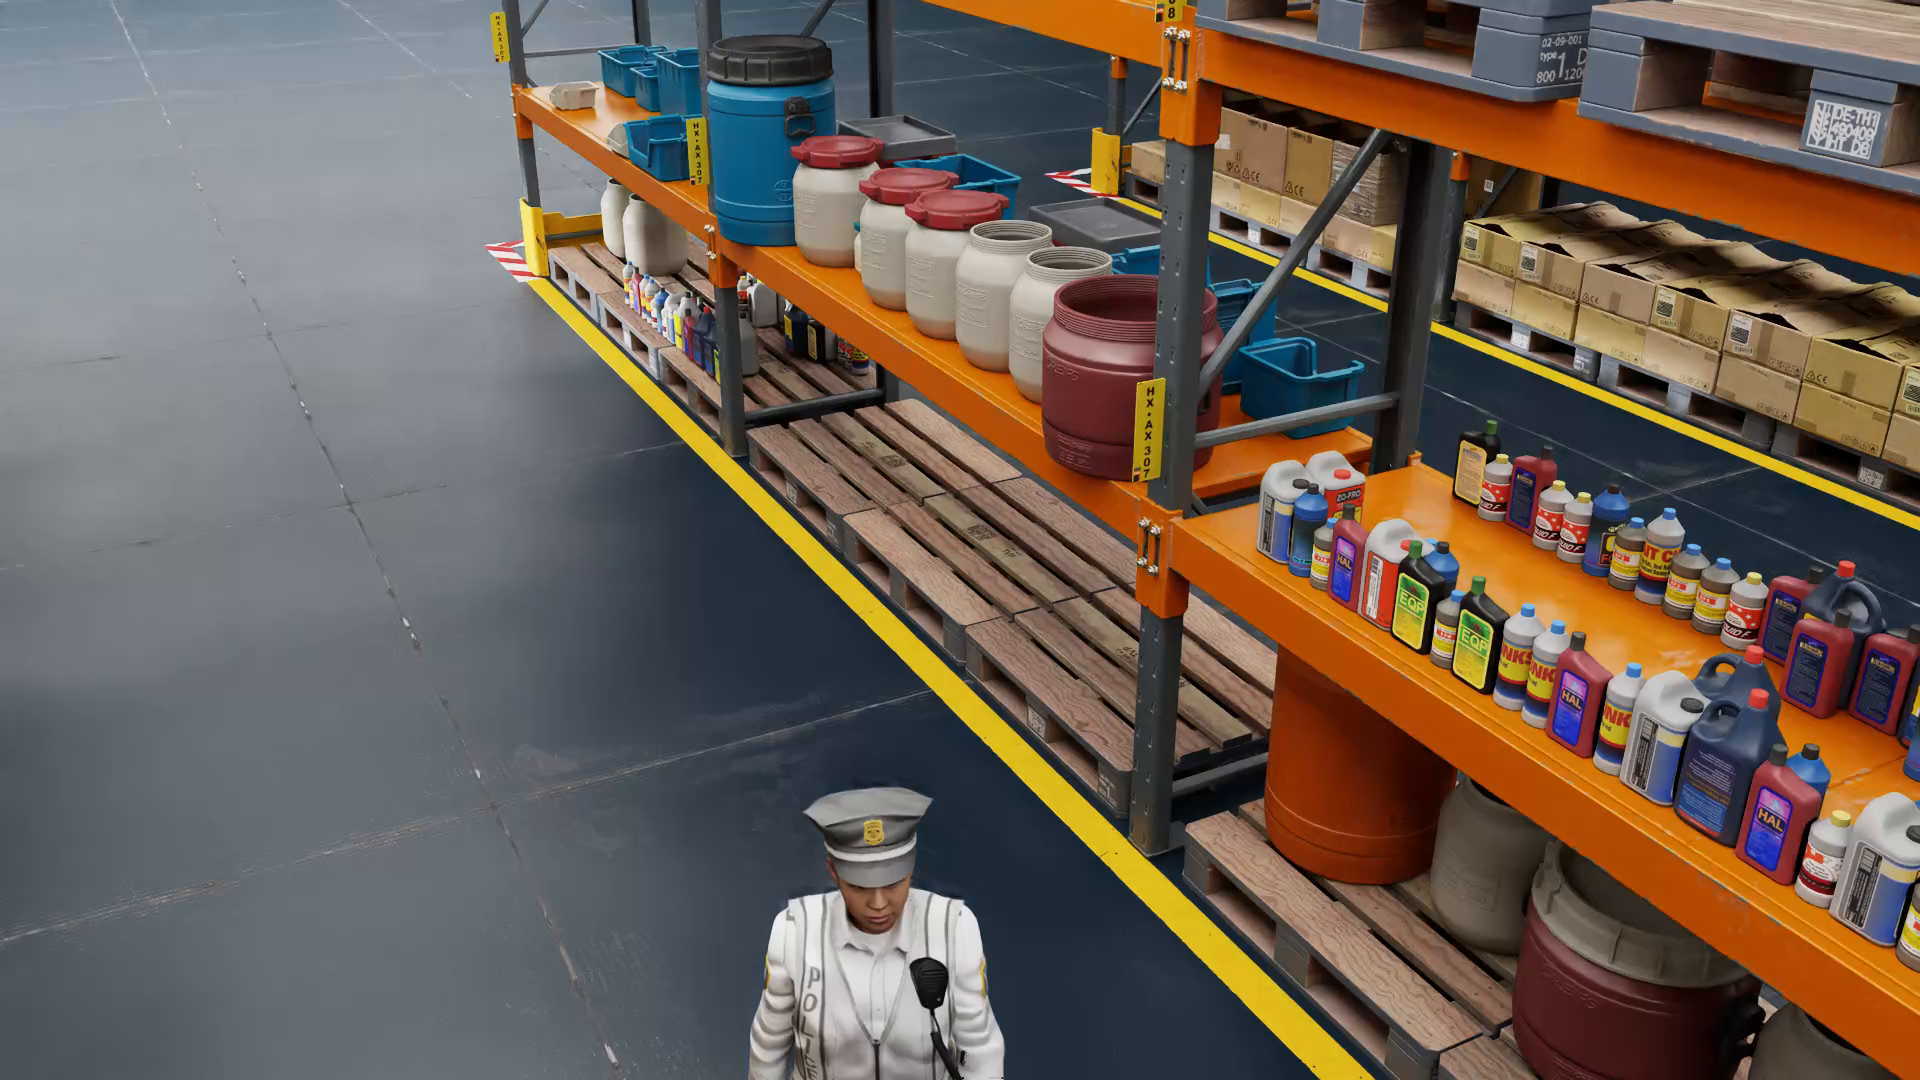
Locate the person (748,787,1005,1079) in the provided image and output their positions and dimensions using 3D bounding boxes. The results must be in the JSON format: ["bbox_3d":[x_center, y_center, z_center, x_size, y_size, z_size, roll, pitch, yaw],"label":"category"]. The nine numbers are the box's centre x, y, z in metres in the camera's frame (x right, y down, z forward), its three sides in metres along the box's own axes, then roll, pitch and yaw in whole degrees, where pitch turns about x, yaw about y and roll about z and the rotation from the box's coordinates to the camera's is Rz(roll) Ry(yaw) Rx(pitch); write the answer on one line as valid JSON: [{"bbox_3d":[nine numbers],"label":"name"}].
[{"bbox_3d":[-0.177,1.265,3.493,0.540,1.741,0.642,-3,26,-7],"label":"person"}]
